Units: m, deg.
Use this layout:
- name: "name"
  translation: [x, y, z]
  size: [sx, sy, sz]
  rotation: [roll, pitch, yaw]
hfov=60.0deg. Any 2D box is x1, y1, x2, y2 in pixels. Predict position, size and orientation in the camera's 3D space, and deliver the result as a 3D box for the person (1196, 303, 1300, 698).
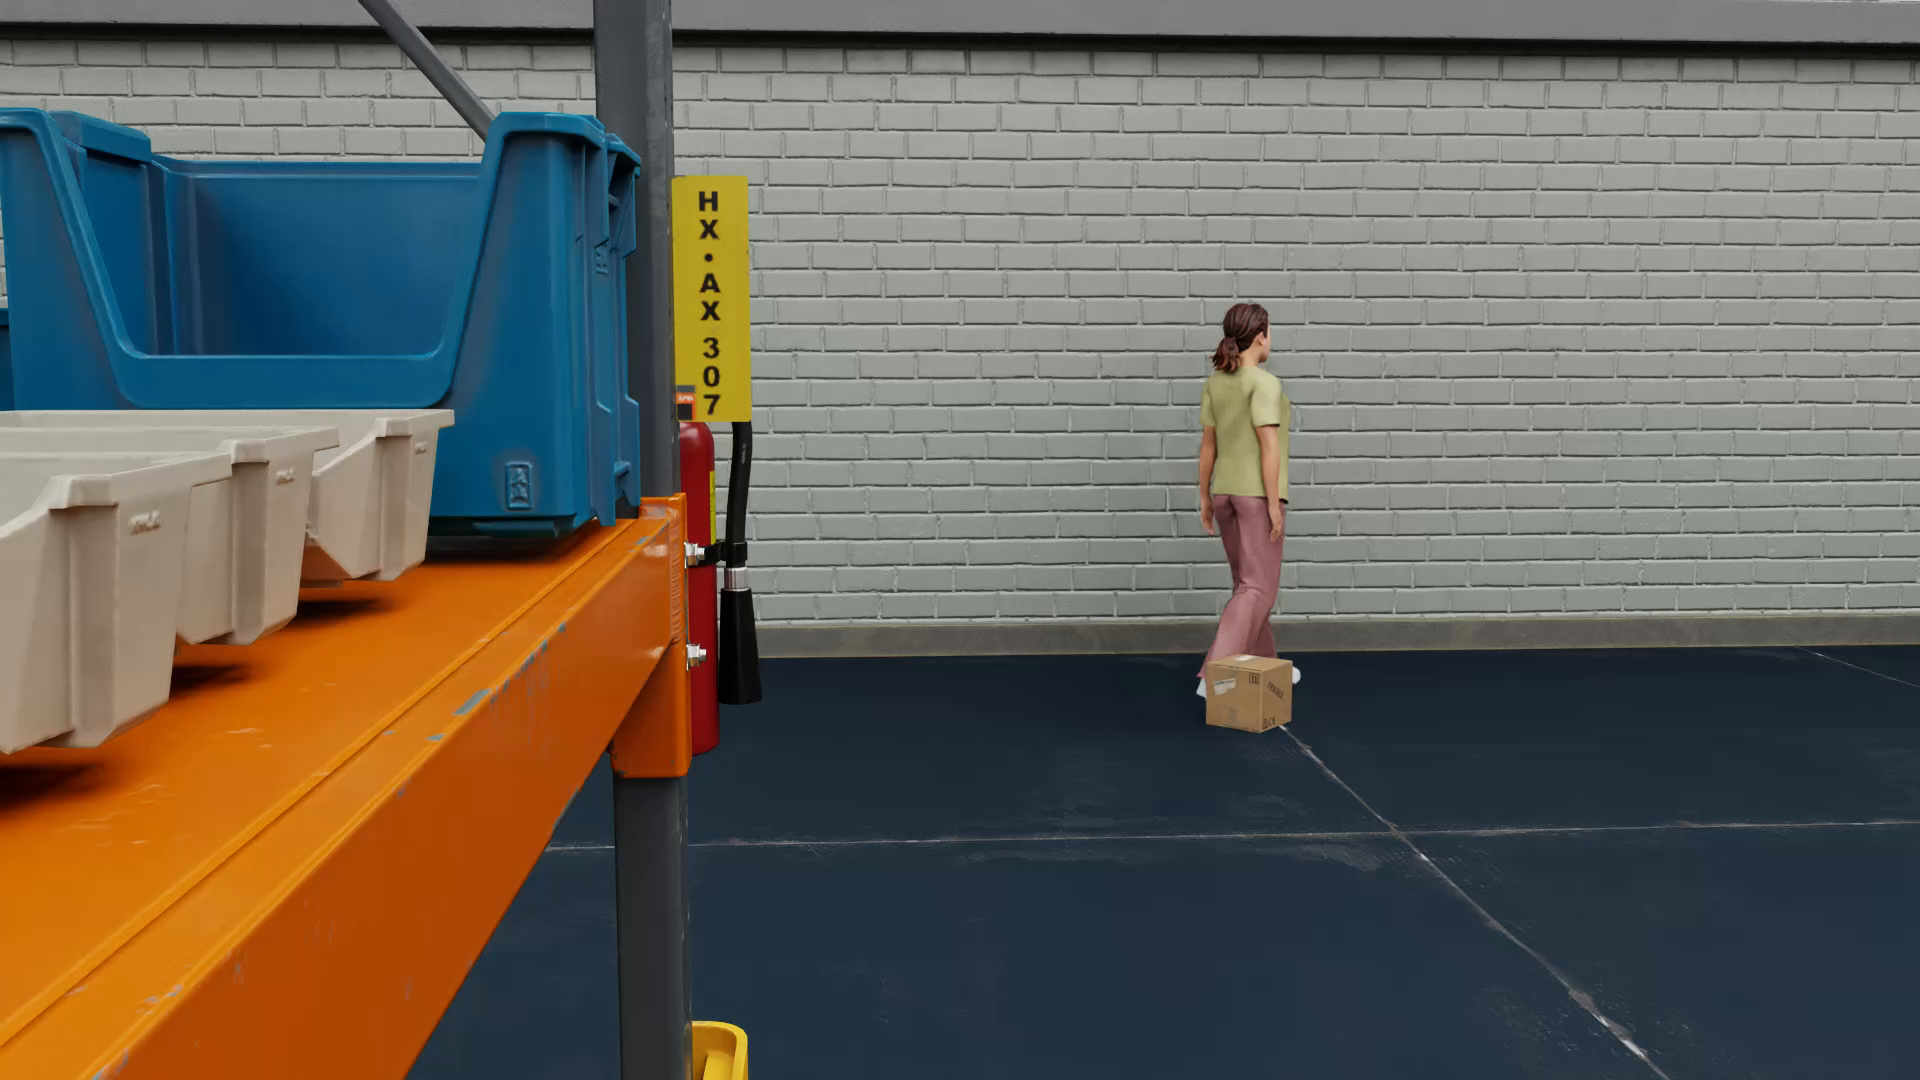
- name: "person"
  translation: [1.227, -0.152, 6.956]
  size: [0.735, 1.662, 0.457]
  rotation: [-5, 8, -33]
